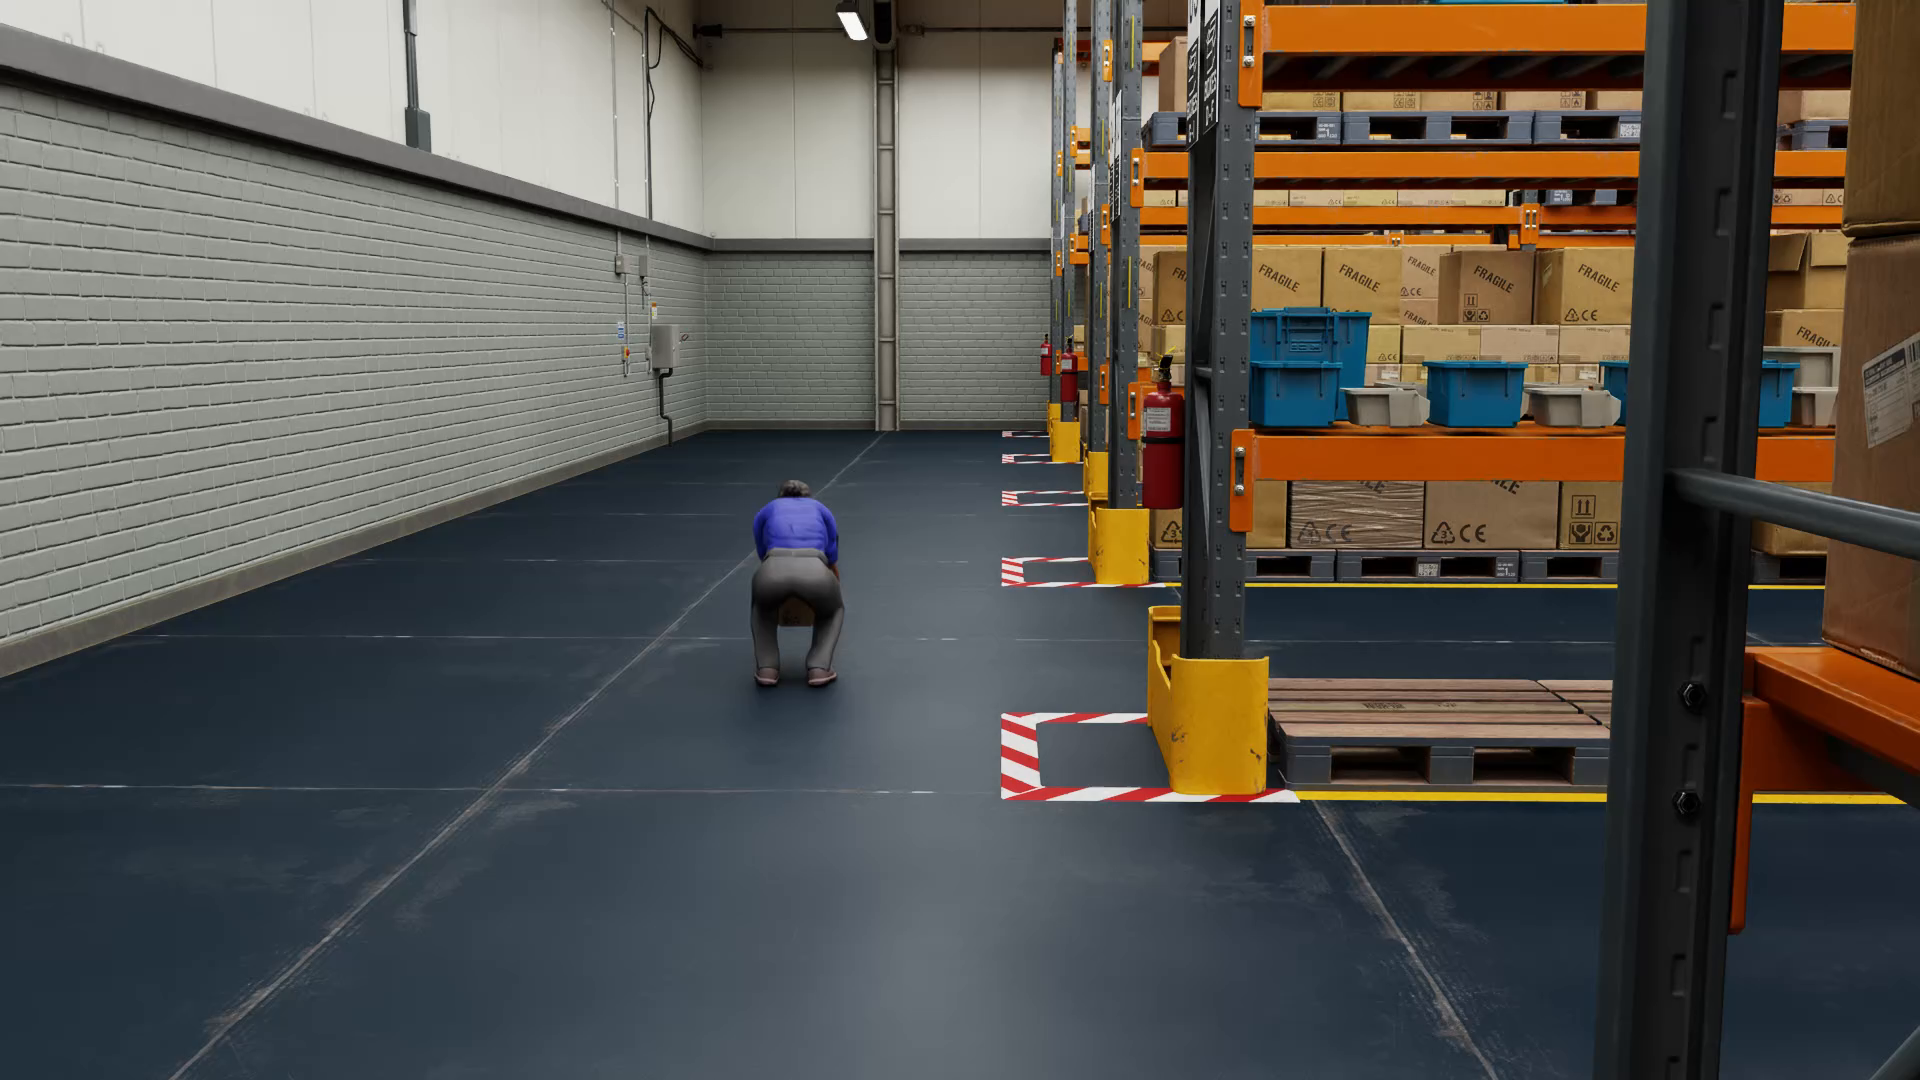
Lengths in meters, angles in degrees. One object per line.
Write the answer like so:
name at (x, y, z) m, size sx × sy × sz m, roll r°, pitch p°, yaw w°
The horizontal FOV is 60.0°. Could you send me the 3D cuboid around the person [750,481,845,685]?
person at (-0.795, 0.204, 8.085) m, size 0.462 × 0.936 × 0.862 m, roll 0°, pitch 7°, yaw 0°
